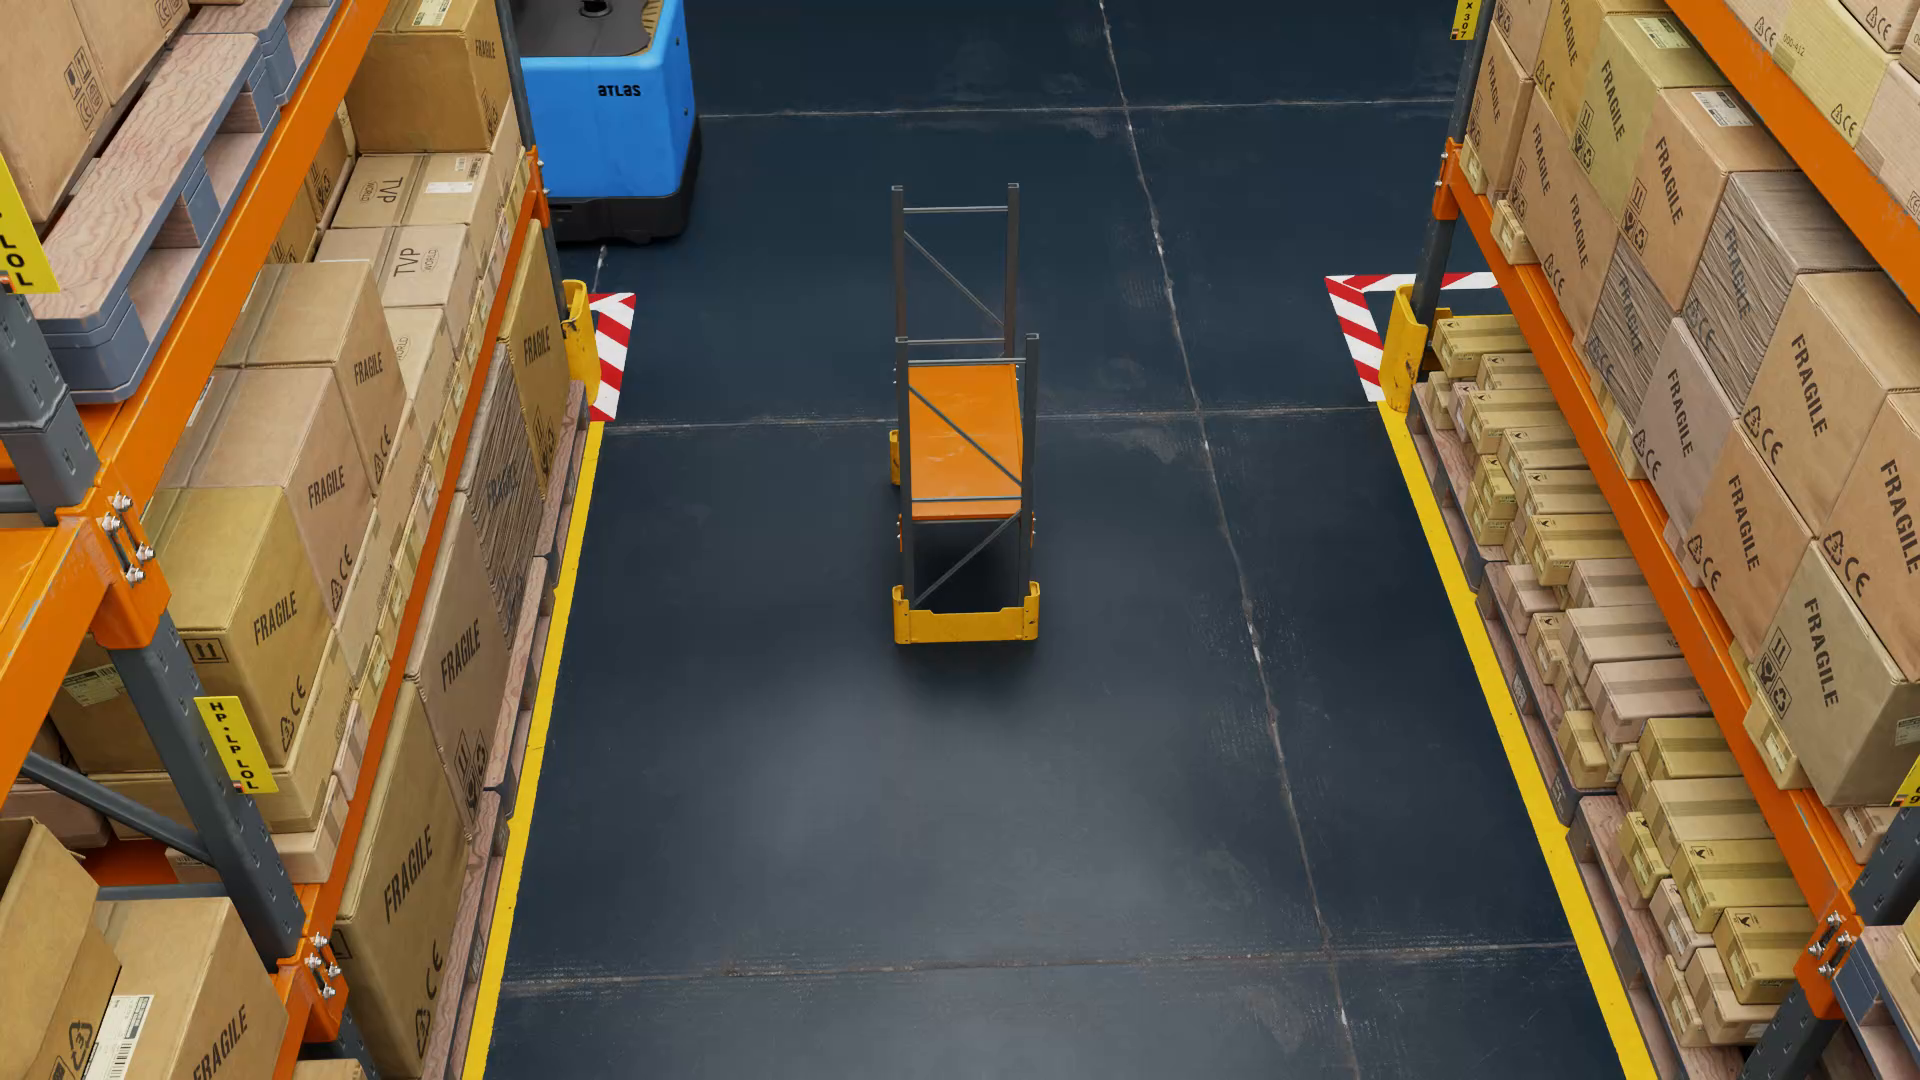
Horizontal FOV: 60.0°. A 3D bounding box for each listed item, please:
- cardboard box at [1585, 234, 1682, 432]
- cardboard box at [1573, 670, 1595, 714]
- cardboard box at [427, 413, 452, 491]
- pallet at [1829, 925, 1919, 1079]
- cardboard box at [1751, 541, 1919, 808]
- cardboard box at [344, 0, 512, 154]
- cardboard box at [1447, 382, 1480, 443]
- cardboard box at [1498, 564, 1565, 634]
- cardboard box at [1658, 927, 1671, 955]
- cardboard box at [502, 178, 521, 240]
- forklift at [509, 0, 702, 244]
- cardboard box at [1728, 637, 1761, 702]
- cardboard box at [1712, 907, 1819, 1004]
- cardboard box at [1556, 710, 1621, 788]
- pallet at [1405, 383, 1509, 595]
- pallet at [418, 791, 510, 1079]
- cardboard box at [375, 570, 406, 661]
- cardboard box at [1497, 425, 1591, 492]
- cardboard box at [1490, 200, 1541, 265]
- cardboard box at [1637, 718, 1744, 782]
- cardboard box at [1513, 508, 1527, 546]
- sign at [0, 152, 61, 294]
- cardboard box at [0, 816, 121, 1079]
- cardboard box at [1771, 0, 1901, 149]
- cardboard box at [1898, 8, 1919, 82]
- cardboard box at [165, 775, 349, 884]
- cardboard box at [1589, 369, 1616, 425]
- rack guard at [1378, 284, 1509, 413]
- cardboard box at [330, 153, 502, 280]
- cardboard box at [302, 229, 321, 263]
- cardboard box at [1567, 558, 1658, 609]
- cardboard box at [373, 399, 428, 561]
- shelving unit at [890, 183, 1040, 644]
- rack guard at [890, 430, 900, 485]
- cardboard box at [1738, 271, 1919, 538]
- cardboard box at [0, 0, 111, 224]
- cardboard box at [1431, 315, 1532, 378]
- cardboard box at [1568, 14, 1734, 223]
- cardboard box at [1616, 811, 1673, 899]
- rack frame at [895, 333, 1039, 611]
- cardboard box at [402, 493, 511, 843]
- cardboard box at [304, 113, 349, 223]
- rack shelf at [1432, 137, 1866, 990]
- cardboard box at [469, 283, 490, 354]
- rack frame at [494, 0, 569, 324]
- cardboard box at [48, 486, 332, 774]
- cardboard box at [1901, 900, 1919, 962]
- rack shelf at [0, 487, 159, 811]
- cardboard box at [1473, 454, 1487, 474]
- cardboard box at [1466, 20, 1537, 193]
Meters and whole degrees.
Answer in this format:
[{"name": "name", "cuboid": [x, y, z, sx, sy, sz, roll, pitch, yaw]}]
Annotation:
[{"name": "cardboard box", "cuboid": [2.453, -0.692, 5.491, 0.500, 0.500, 0.500, -3, 43, -3]}, {"name": "cardboard box", "cuboid": [2.477, 0.503, 6.060, 0.380, 0.149, 0.250, -4, 43, -4]}, {"name": "cardboard box", "cuboid": [-1.912, -0.287, 5.529, 0.380, 0.149, 0.250, -3, 43, -3]}, {"name": "pallet", "cuboid": [2.682, 1.399, 3.646, 1.003, 0.211, 1.213, -2, 43, -2]}, {"name": "cardboard box", "cuboid": [2.493, 0.343, 4.361, 0.500, 0.500, 0.500, -2, 43, -2]}, {"name": "cardboard box", "cuboid": [-2.051, -1.827, 6.360, 0.500, 0.500, 0.500, -1, 43, -1]}, {"name": "cardboard box", "cuboid": [2.347, -0.558, 7.218, 0.380, 0.149, 0.250, -2, 43, -2]}, {"name": "cardboard box", "cuboid": [2.369, 0.225, 6.584, 0.380, 0.149, 0.250, -4, 43, -4]}, {"name": "cardboard box", "cuboid": [2.511, 1.272, 5.442, 0.380, 0.149, 0.250, -1, 43, -1]}, {"name": "cardboard box", "cuboid": [-1.977, -1.319, 6.655, 0.380, 0.149, 0.250, -1, 43, -1]}, {"name": "forklift", "cuboid": [-3.000, -2.995, 8.349, 3.031, 2.935, 1.130, 0, 43, -1]}, {"name": "cardboard box", "cuboid": [2.478, 0.362, 4.821, 0.380, 0.149, 0.250, 0, 43, 0]}, {"name": "cardboard box", "cuboid": [2.520, 1.252, 5.023, 0.380, 0.149, 0.250, -1, 43, -1]}, {"name": "cardboard box", "cuboid": [2.394, 0.751, 6.010, 0.380, 0.149, 0.250, -2, 43, -2]}, {"name": "pallet", "cuboid": [2.628, -0.263, 7.381, 1.003, 0.211, 1.213, -2, 43, -2]}, {"name": "pallet", "cuboid": [-2.119, 1.395, 5.572, 1.003, 0.211, 1.213, -2, 43, -2]}, {"name": "cardboard box", "cuboid": [-1.880, 0.233, 4.962, 0.380, 0.149, 0.250, -3, 43, -3]}, {"name": "cardboard box", "cuboid": [2.416, -0.330, 6.749, 0.380, 0.149, 0.250, -4, 43, -4]}, {"name": "cardboard box", "cuboid": [2.322, -1.218, 6.544, 0.380, 0.149, 0.250, -3, 43, -3]}, {"name": "cardboard box", "cuboid": [2.519, 0.736, 5.586, 0.380, 0.149, 0.250, 0, 43, 0]}, {"name": "cardboard box", "cuboid": [2.454, -0.043, 6.656, 0.380, 0.149, 0.250, -4, 43, -4]}, {"name": "sign", "cuboid": [-1.623, -0.552, 2.797, 0.100, 0.325, 0.005, -2, 43, -2]}, {"name": "cardboard box", "cuboid": [-2.129, 0.907, 3.225, 0.797, 0.503, 0.637, -3, 43, -3]}, {"name": "cardboard box", "cuboid": [2.473, -1.246, 4.281, 0.500, 0.250, 0.500, -2, 43, -2]}, {"name": "cardboard box", "cuboid": [2.511, -1.082, 3.732, 0.500, 0.250, 0.500, -3, 43, -4]}, {"name": "cardboard box", "cuboid": [-1.845, 0.766, 4.381, 0.380, 0.149, 0.250, -2, 43, -2]}, {"name": "cardboard box", "cuboid": [2.429, -0.520, 5.783, 0.380, 0.149, 0.250, 0, 43, 0]}, {"name": "rack guard", "cuboid": [2.629, -0.919, 7.883, 1.175, 0.500, 0.348, -2, 43, -2]}, {"name": "cardboard box", "cuboid": [-2.028, -1.210, 6.241, 0.500, 0.250, 0.500, -2, 43, -3]}, {"name": "cardboard box", "cuboid": [-2.537, -0.851, 5.849, 0.500, 0.250, 0.500, -3, 43, -3]}, {"name": "cardboard box", "cuboid": [2.490, 0.203, 6.167, 0.380, 0.149, 0.250, -2, 43, -2]}, {"name": "cardboard box", "cuboid": [-1.966, -0.182, 5.120, 0.500, 0.250, 0.500, -1, 43, -1]}, {"name": "shelving unit", "cuboid": [0.003, -0.501, 6.687, 0.587, 1.500, 1.083, -2, 43, -2]}, {"name": "rack guard", "cuboid": [-0.018, -0.377, 7.476, 0.587, 0.250, 0.087, -2, 43, -2]}, {"name": "cardboard box", "cuboid": [2.478, -0.365, 4.394, 0.500, 0.500, 0.500, -3, 43, -3]}, {"name": "cardboard box", "cuboid": [-2.258, -0.978, 3.419, 0.700, 0.500, 0.500, -4, 43, -4]}, {"name": "cardboard box", "cuboid": [2.308, -0.852, 7.318, 0.380, 0.149, 0.250, -3, 43, -4]}, {"name": "cardboard box", "cuboid": [2.407, -1.404, 5.528, 0.500, 0.500, 0.500, -3, 43, -3]}, {"name": "cardboard box", "cuboid": [2.412, 1.028, 5.487, 0.380, 0.149, 0.250, -3, 43, -3]}, {"name": "rack frame", "cuboid": [0.025, -0.152, 6.306, 0.500, 1.500, 0.032, -2, 43, -2]}, {"name": "cardboard box", "cuboid": [-2.151, 0.455, 5.795, 0.875, 0.875, 0.875, -2, 43, -2]}, {"name": "cardboard box", "cuboid": [-2.562, -1.479, 5.980, 0.500, 0.500, 0.500, -3, 43, -3]}, {"name": "rack shelf", "cuboid": [2.710, -0.277, 5.864, 1.077, 0.370, 4.000, -2, 43, -2]}, {"name": "cardboard box", "cuboid": [-1.945, -0.805, 6.094, 0.380, 0.149, 0.250, -3, 43, -3]}, {"name": "rack frame", "cuboid": [-2.334, -1.818, 7.013, 1.000, 3.000, 0.127, -2, 43, -2]}, {"name": "cardboard box", "cuboid": [-1.929, 0.221, 4.125, 0.500, 0.500, 0.500, -2, 43, -2]}, {"name": "cardboard box", "cuboid": [2.353, 0.916, 3.686, 0.380, 0.149, 0.250, -1, 43, -1]}, {"name": "rack shelf", "cuboid": [-2.079, 1.392, 1.824, 1.077, 0.370, 4.000, -2, 43, -2]}, {"name": "cardboard box", "cuboid": [2.438, -0.291, 7.147, 0.380, 0.149, 0.250, -1, 43, -1]}, {"name": "cardboard box", "cuboid": [2.369, -1.728, 6.621, 0.500, 0.500, 0.500, 0, 43, 0]}]
